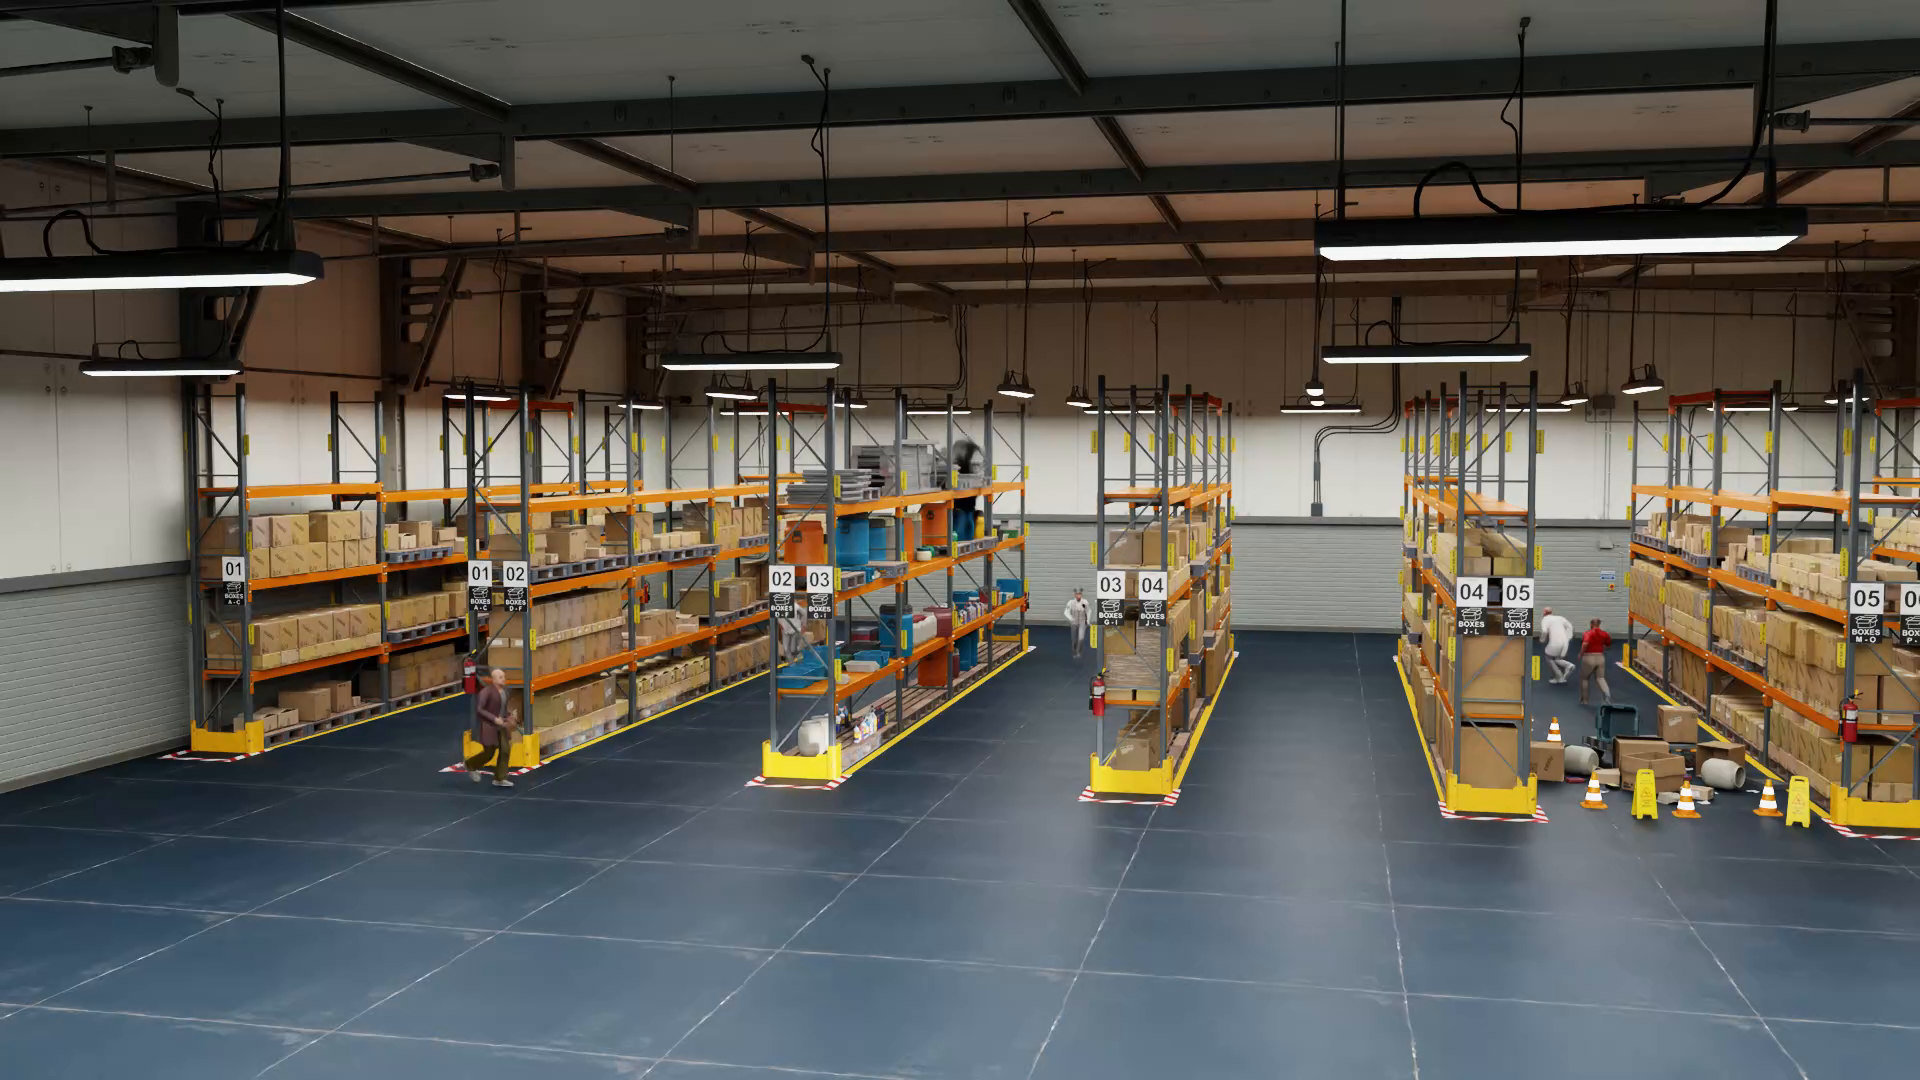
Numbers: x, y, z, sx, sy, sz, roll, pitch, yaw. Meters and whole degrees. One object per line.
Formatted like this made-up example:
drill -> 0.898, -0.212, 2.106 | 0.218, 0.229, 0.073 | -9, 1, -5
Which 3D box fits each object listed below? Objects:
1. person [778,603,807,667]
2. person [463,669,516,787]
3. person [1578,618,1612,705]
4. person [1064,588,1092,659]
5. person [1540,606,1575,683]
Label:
person -> -3.504, 1.904, 34.478 | 0.649, 1.721, 0.783 | 1, 3, 17
person -> -6.921, 2.745, 24.393 | 0.887, 1.736, 0.704 | 2, 4, 29
person -> 12.071, 2.321, 31.645 | 0.657, 1.699, 0.967 | 0, 3, -2
person -> 2.628, 1.868, 37.026 | 0.614, 1.647, 0.686 | 0, 3, 3
person -> 12.630, 2.222, 35.006 | 0.730, 1.592, 0.954 | -1, 3, -19
